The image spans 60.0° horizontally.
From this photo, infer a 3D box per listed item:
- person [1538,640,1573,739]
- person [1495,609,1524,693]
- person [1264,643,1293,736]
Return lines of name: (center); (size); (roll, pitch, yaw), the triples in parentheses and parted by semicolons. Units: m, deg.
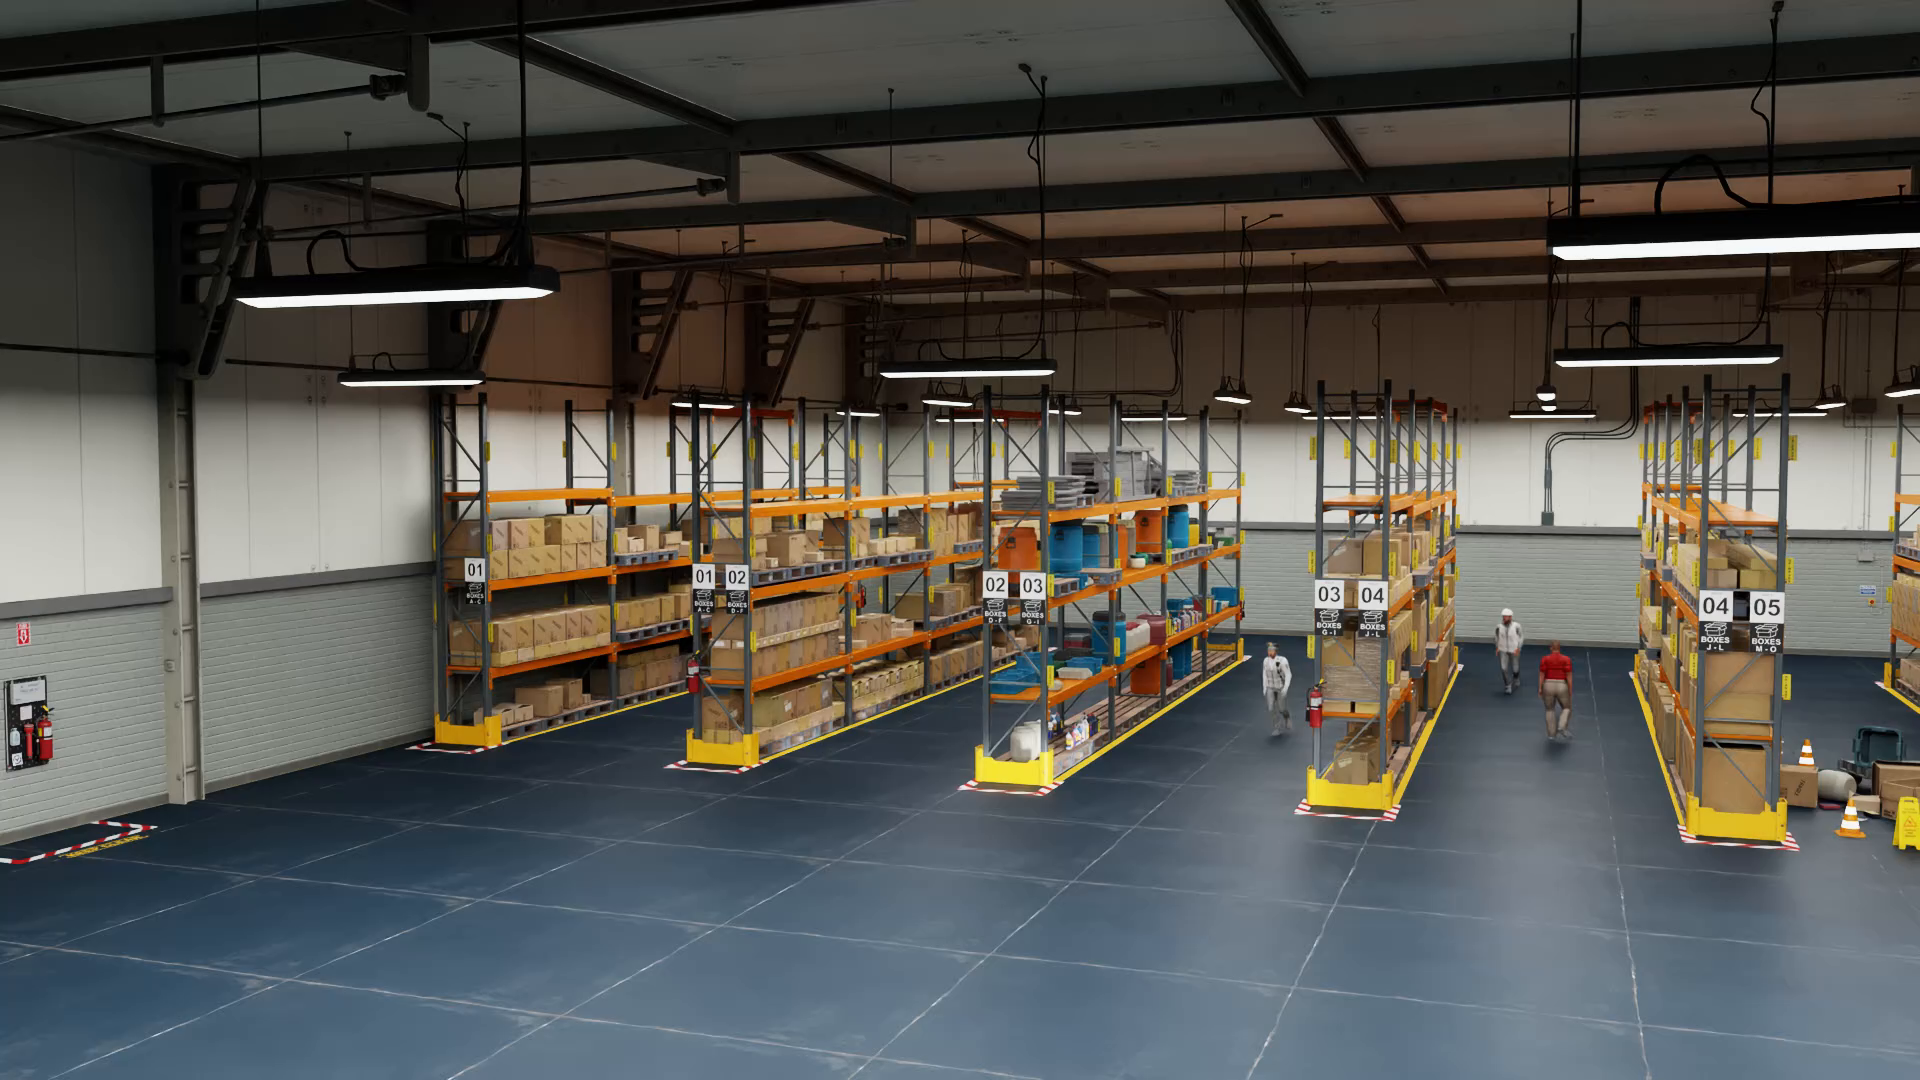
person: (10.336, 2.606, 28.839); (0.581, 1.724, 0.532); (1, 3, 21)
person: (11.460, 2.293, 34.669); (0.592, 1.746, 0.648); (2, 3, 28)
person: (5.652, 2.616, 29.489); (0.548, 1.648, 0.625); (2, 4, 34)
